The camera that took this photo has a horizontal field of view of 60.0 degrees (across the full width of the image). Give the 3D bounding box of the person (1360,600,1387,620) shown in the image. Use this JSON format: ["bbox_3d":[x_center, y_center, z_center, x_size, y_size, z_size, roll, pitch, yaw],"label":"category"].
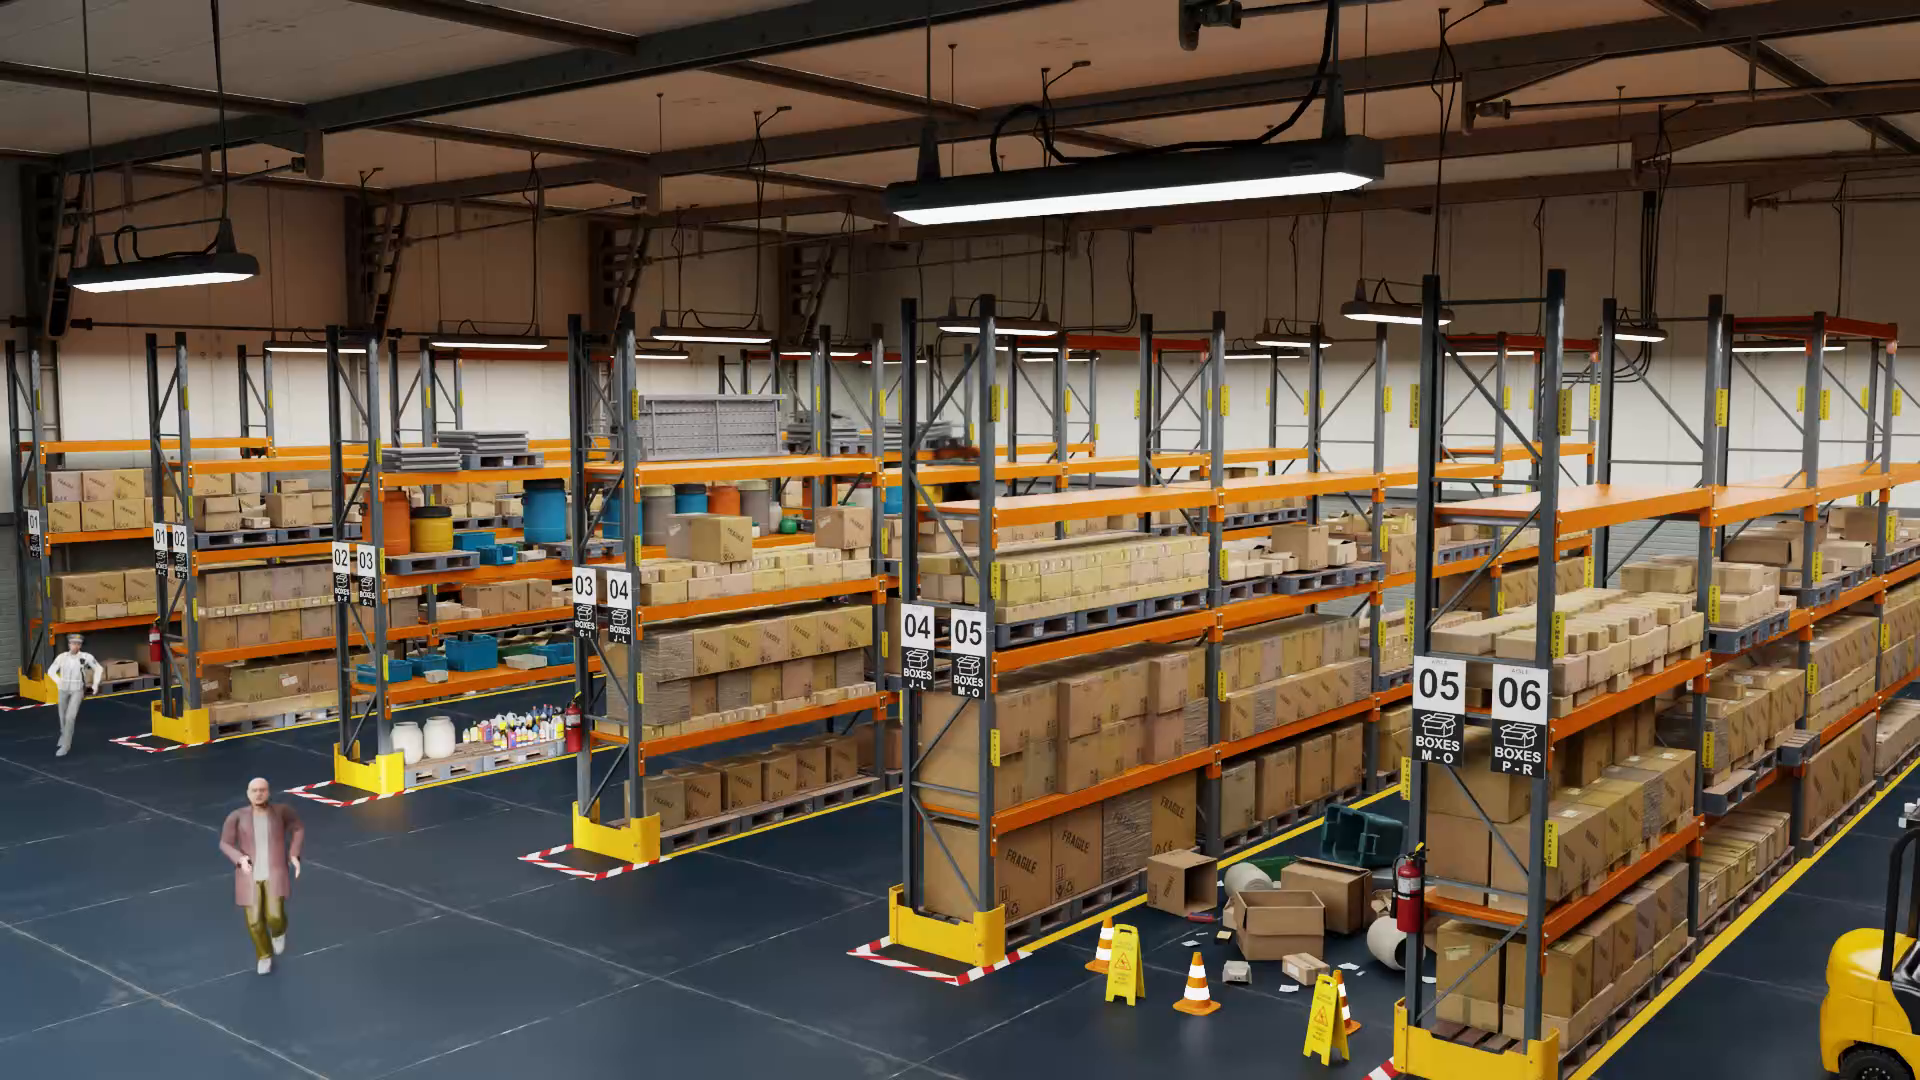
[{"bbox_3d":[7.421,1.719,29.763,0.563,1.580,0.843,0,5,2],"label":"person"}]

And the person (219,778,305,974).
[{"bbox_3d":[-6.192,3.079,14.775,0.705,1.531,0.631,-2,5,-20],"label":"person"}]

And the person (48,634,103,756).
[{"bbox_3d":[-12.676,2.173,23.808,0.675,1.681,0.839,-1,5,-14],"label":"person"}]
